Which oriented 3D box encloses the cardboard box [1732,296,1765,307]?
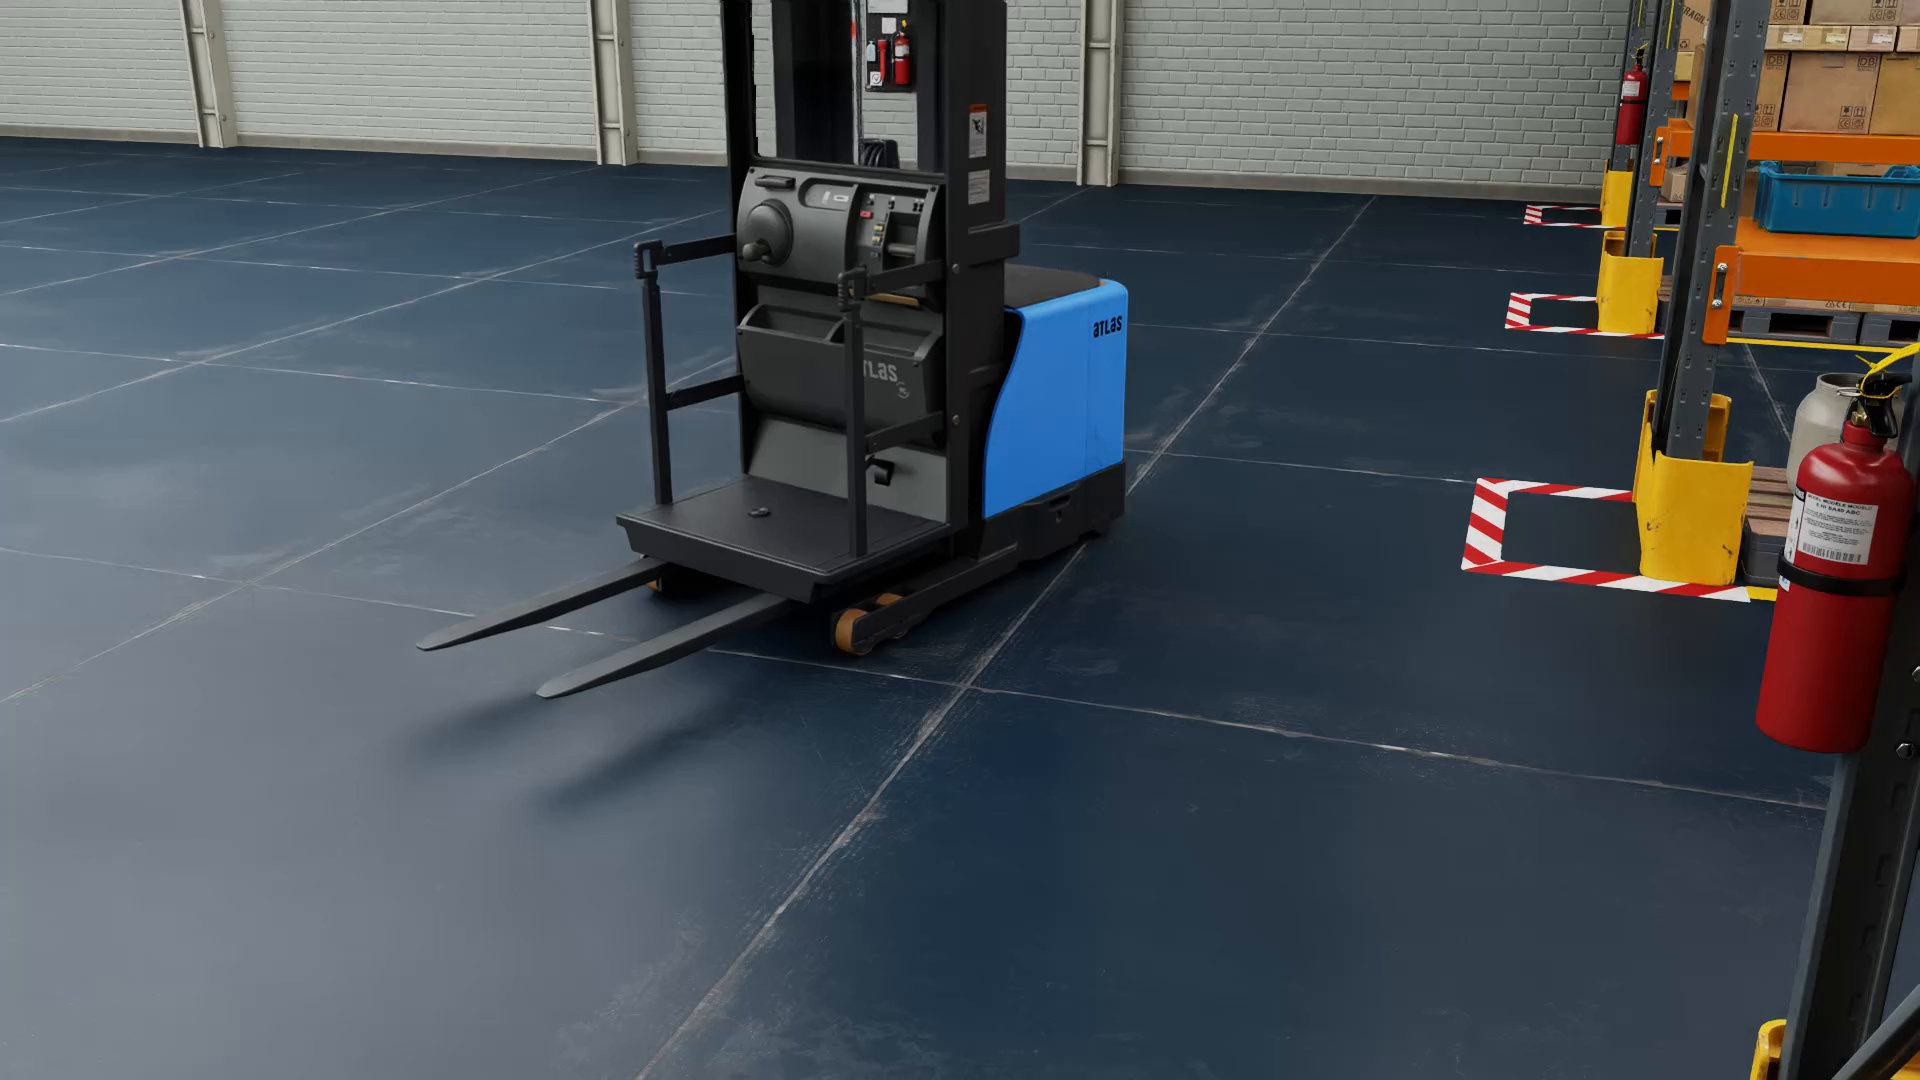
[{"bbox_3d":[5.050,-1.733,11.031,0.500,0.250,0.500,7,20,18],"label":"cardboard box"}]

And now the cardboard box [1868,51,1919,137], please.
[{"bbox_3d":[6.018,-2.843,10.523,0.500,0.500,0.700,7,20,18],"label":"cardboard box"}]

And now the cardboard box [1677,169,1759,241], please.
[{"bbox_3d":[5.221,-2.249,11.372,0.500,0.500,0.500,7,20,18],"label":"cardboard box"}]

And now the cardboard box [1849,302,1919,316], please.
[{"bbox_3d":[5.996,-1.626,10.724,0.500,0.250,0.500,7,20,18],"label":"cardboard box"}]

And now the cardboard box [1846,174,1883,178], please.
[{"bbox_3d":[6.170,-2.146,11.075,0.500,0.500,0.500,7,20,18],"label":"cardboard box"}]

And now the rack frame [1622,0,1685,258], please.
[{"bbox_3d":[4.617,-2.961,11.013,0.127,3.000,1.000,7,20,18],"label":"rack frame"}]

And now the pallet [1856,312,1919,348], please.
[{"bbox_3d":[6.501,-1.442,10.892,1.213,0.211,1.003,7,20,18],"label":"pallet"}]

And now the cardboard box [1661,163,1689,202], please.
[{"bbox_3d":[6.863,-3.337,15.508,0.500,0.311,0.500,4,20,12],"label":"cardboard box"}]

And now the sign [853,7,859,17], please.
[{"bbox_3d":[-1.293,-5.977,18.807,0.331,0.109,0.001,7,20,18],"label":"sign"}]

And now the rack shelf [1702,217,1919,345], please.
[{"bbox_3d":[4.877,-0.865,6.094,4.000,0.370,1.077,7,20,18],"label":"rack shelf"}]

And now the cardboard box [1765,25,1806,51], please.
[{"bbox_3d":[5.167,-3.177,10.496,0.250,0.149,0.380,6,20,17],"label":"cardboard box"}]

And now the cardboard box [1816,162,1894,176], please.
[{"bbox_3d":[8.078,-3.270,15.028,0.500,0.500,0.700,5,20,15],"label":"cardboard box"}]

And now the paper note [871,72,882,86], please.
[{"bbox_3d":[-0.950,-5.246,18.908,0.142,0.148,0.016,7,20,18],"label":"paper note"}]

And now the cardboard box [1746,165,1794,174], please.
[{"bbox_3d":[7.401,-3.275,15.331,0.500,0.311,0.500,8,21,23],"label":"cardboard box"}]

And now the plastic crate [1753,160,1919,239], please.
[{"bbox_3d":[3.558,-1.390,6.732,0.616,0.251,0.499,7,20,18],"label":"plastic crate"}]

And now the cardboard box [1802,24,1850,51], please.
[{"bbox_3d":[5.402,-3.150,10.418,0.250,0.149,0.380,7,20,18],"label":"cardboard box"}]

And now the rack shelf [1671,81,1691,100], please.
[{"bbox_3d":[8.128,-3.946,14.931,4.000,0.370,1.077,7,20,18],"label":"rack shelf"}]

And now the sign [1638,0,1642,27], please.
[{"bbox_3d":[6.061,-4.741,14.806,0.005,0.325,0.100,7,20,18],"label":"sign"}]

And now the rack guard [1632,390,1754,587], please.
[{"bbox_3d":[3.075,-0.247,7.025,0.348,0.500,1.175,7,20,18],"label":"rack guard"}]

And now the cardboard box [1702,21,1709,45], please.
[{"bbox_3d":[5.040,-3.332,10.941,0.250,0.149,0.380,6,20,17],"label":"cardboard box"}]

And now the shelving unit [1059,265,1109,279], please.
[{"bbox_3d":[0.487,-0.677,7.423,0.252,1.050,0.215,14,24,35],"label":"shelving unit"}]

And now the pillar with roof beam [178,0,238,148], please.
[{"bbox_3d":[-11.232,-8.133,16.737,0.400,9.000,9.100,7,20,18],"label":"pillar with roof beam"}]

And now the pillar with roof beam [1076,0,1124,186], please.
[{"bbox_3d":[0.103,-6.837,13.019,0.400,9.000,9.100,7,20,18],"label":"pillar with roof beam"}]

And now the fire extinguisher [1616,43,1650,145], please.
[{"bbox_3d":[4.657,-3.081,11.476,0.183,0.674,0.296,7,20,18],"label":"fire extinguisher"}]

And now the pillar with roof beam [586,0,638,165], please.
[{"bbox_3d":[-5.564,-7.485,14.878,0.400,9.000,9.100,7,20,18],"label":"pillar with roof beam"}]

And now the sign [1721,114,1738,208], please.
[{"bbox_3d":[2.803,-1.381,6.061,0.005,0.325,0.100,7,20,18],"label":"sign"}]

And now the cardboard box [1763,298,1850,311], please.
[{"bbox_3d":[5.524,-1.681,10.880,0.500,0.250,0.500,7,20,18],"label":"cardboard box"}]

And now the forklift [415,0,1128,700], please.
[{"bbox_3d":[-0.586,-1.156,5.941,1.130,2.935,3.031,14,24,35],"label":"forklift"}]

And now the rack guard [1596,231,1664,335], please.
[{"bbox_3d":[4.594,-1.783,11.431,0.348,0.500,1.175,7,20,18],"label":"rack guard"}]

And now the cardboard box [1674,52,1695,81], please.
[{"bbox_3d":[6.595,-4.288,15.019,0.500,0.250,0.500,6,20,16],"label":"cardboard box"}]

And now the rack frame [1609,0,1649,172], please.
[{"bbox_3d":[6.239,-4.501,15.432,0.127,3.000,1.000,7,20,18],"label":"rack frame"}]

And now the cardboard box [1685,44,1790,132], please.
[{"bbox_3d":[5.053,-2.953,10.840,0.500,0.500,0.700,7,20,18],"label":"cardboard box"}]

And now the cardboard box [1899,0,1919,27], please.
[{"bbox_3d":[6.078,-3.451,10.297,0.500,0.500,0.700,7,20,18],"label":"cardboard box"}]

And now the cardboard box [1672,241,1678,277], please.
[{"bbox_3d":[5.220,-1.895,11.493,0.500,0.250,0.500,7,20,18],"label":"cardboard box"}]

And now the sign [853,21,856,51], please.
[{"bbox_3d":[-1.294,-5.730,18.904,0.234,0.329,0.001,7,20,18],"label":"sign"}]

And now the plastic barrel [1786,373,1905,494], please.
[{"bbox_3d":[3.634,-0.397,6.800,0.421,0.512,0.421,0,19,0],"label":"plastic barrel"}]

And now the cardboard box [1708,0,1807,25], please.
[{"bbox_3d":[5.103,-3.560,10.610,0.500,0.500,0.700,7,20,18],"label":"cardboard box"}]

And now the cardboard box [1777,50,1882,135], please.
[{"bbox_3d":[5.551,-2.898,10.682,0.500,0.500,0.700,7,20,19],"label":"cardboard box"}]

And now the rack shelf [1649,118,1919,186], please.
[{"bbox_3d":[6.506,-2.405,10.511,4.000,0.370,1.077,7,20,18],"label":"rack shelf"}]

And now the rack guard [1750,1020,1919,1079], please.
[{"bbox_3d":[1.434,1.308,2.565,0.348,0.500,1.175,7,20,18],"label":"rack guard"}]

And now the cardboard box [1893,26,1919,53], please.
[{"bbox_3d":[5.892,-3.094,10.257,0.250,0.149,0.380,6,20,16],"label":"cardboard box"}]

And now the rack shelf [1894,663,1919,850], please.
[{"bbox_3d":[3.251,0.675,1.676,4.000,0.370,1.077,7,20,18],"label":"rack shelf"}]

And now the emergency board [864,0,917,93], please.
[{"bbox_3d":[-0.806,-5.622,18.646,0.643,1.169,0.194,7,20,18],"label":"emergency board"}]

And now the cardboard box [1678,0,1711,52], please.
[{"bbox_3d":[6.591,-4.649,14.914,0.500,0.500,0.500,7,20,18],"label":"cardboard box"}]

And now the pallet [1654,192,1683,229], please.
[{"bbox_3d":[7.066,-3.078,15.585,1.213,0.211,1.003,7,20,18],"label":"pallet"}]

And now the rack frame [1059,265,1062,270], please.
[{"bbox_3d":[0.391,-0.702,7.494,0.008,1.050,0.200,14,24,35],"label":"rack frame"}]

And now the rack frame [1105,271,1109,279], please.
[{"bbox_3d":[0.584,-0.653,7.353,0.008,1.050,0.200,14,24,35],"label":"rack frame"}]

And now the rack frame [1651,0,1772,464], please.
[{"bbox_3d":[2.987,-1.421,6.595,0.127,3.000,1.000,7,20,18],"label":"rack frame"}]

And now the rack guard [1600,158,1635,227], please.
[{"bbox_3d":[6.310,-3.313,15.820,0.348,0.500,1.175,7,20,18],"label":"rack guard"}]

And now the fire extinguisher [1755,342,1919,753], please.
[{"bbox_3d":[1.405,0.000,2.637,0.183,0.674,0.296,7,20,18],"label":"fire extinguisher"}]

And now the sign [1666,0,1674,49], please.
[{"bbox_3d":[4.429,-3.235,10.364,0.005,0.325,0.100,7,20,18],"label":"sign"}]

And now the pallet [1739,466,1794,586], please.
[{"bbox_3d":[3.840,-0.021,6.816,1.213,0.211,1.003,7,20,18],"label":"pallet"}]

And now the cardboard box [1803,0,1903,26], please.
[{"bbox_3d":[5.602,-3.505,10.452,0.500,0.500,0.700,6,20,17],"label":"cardboard box"}]

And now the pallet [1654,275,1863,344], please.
[{"bbox_3d":[5.353,-1.574,11.272,1.213,0.211,1.003,7,20,18],"label":"pallet"}]

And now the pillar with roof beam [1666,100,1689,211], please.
[{"bbox_3d":[5.771,-6.189,11.160,0.400,9.000,9.100,7,20,18],"label":"pillar with roof beam"}]

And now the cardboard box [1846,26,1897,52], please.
[{"bbox_3d":[5.640,-3.122,10.338,0.250,0.149,0.380,6,20,17],"label":"cardboard box"}]
